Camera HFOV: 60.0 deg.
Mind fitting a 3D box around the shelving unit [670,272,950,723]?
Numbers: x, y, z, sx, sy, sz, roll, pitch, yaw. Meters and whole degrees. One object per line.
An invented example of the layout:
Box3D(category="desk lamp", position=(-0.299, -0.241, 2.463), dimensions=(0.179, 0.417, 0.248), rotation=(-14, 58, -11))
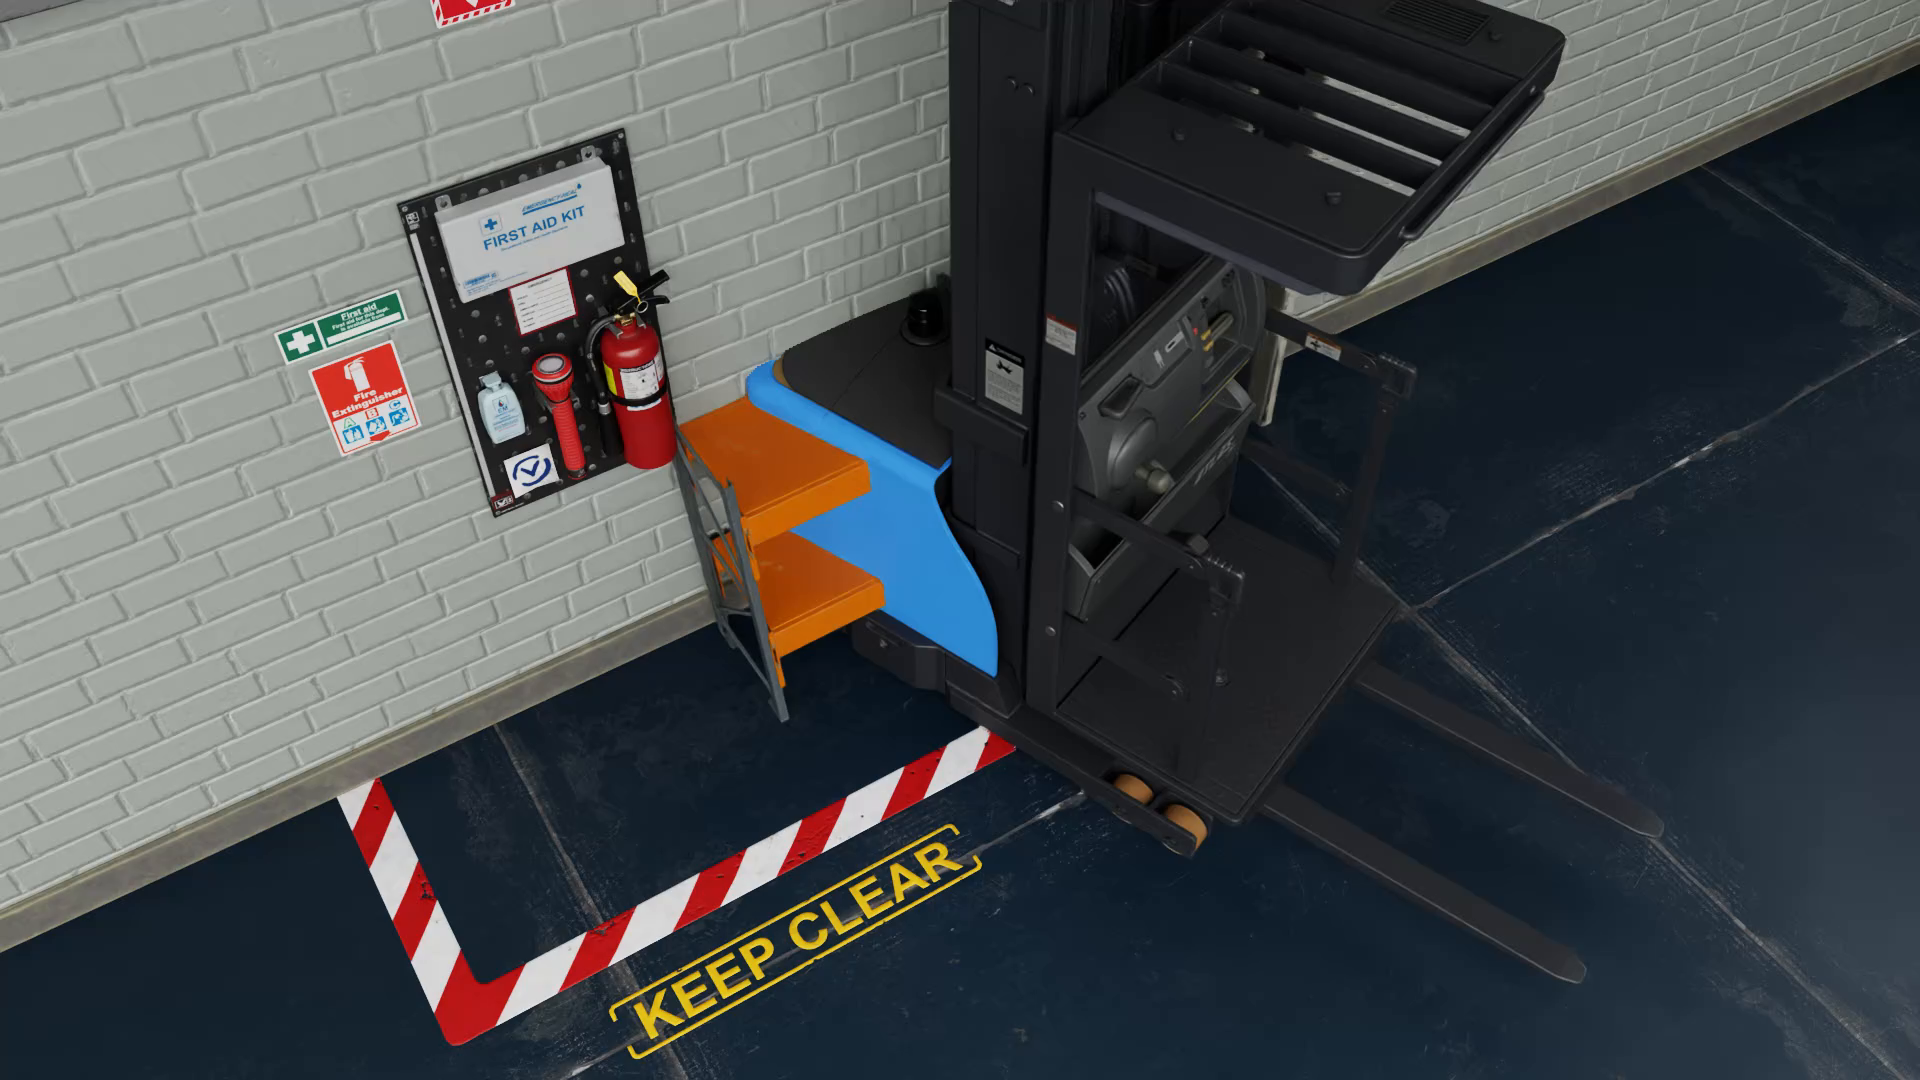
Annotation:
Box3D(category="shelving unit", position=(-0.330, -0.130, 5.576), dimensions=(1.048, 1.125, 0.538), rotation=(-26, 50, -18))

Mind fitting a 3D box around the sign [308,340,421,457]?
Box3D(category="sign", position=(-1.628, -0.386, 4.561), dimensions=(0.234, 0.329, 0.001), rotation=(-25, 53, -21))

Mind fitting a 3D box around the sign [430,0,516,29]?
Box3D(category="sign", position=(-1.165, -1.360, 3.900), dimensions=(0.199, 0.298, 0.001), rotation=(-25, 53, -21))

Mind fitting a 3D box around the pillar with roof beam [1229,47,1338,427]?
Box3D(category="pillar with roof beam", position=(3.302, -0.766, 0.906), dimensions=(0.400, 9.000, 9.100), rotation=(-25, 53, -21))

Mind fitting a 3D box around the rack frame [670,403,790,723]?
Box3D(category="rack frame", position=(-0.763, 0.083, 5.418), dimensions=(0.032, 1.125, 0.500), rotation=(-26, 50, -18))

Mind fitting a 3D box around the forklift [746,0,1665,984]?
Box3D(category="forklift", position=(0.782, -0.420, 4.661), dimensions=(3.031, 2.935, 1.130), rotation=(29, 55, 24))

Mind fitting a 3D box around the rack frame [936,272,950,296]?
Box3D(category="rack frame", position=(0.103, -0.344, 5.735), dimensions=(0.032, 1.125, 0.500), rotation=(-26, 50, -18))

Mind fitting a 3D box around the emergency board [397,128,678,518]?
Box3D(category="emergency board", position=(-1.105, -0.529, 4.713), dimensions=(0.643, 1.169, 0.194), rotation=(-25, 53, -21))

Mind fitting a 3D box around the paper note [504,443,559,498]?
Box3D(category="paper note", position=(-1.292, -0.209, 5.018), dimensions=(0.142, 0.148, 0.016), rotation=(-25, 53, -21))

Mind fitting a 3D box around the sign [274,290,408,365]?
Box3D(category="sign", position=(-1.619, -0.558, 4.360), dimensions=(0.331, 0.109, 0.001), rotation=(-25, 53, -21))

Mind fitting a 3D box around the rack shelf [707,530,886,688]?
Box3D(category="rack shelf", position=(-0.313, 0.037, 5.754), dimensions=(1.000, 0.278, 0.538), rotation=(-26, 50, -18))

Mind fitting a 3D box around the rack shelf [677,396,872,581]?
Box3D(category="rack shelf", position=(-0.351, -0.330, 5.363), dimensions=(1.000, 0.278, 0.538), rotation=(-26, 50, -18))
